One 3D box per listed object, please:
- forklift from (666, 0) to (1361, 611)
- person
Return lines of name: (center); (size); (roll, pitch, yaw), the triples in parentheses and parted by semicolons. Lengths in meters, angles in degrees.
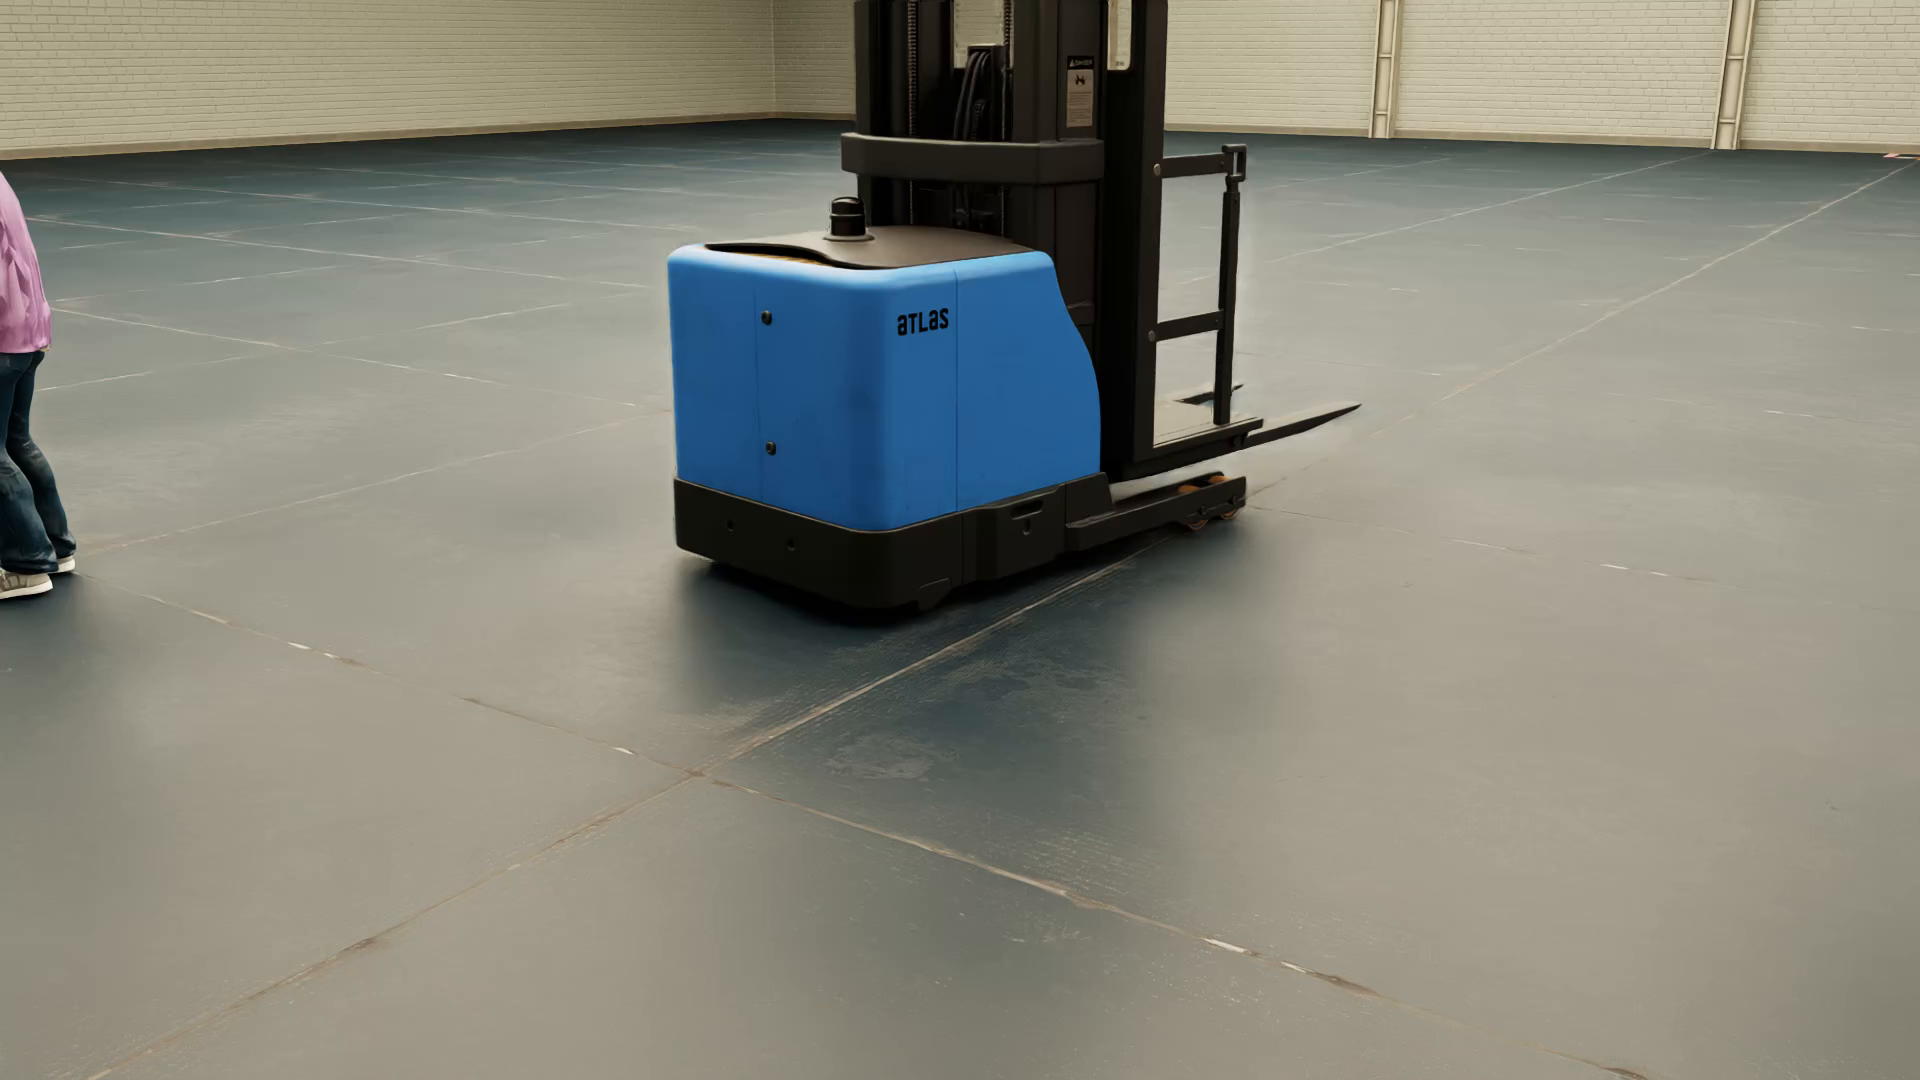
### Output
forklift: (0.423, -1.530, 5.950); (1.130, 2.935, 3.031); (16, 23, 42)
person: (-3.043, -0.609, 5.208); (0.348, 1.592, 0.465); (-3, 17, -10)
